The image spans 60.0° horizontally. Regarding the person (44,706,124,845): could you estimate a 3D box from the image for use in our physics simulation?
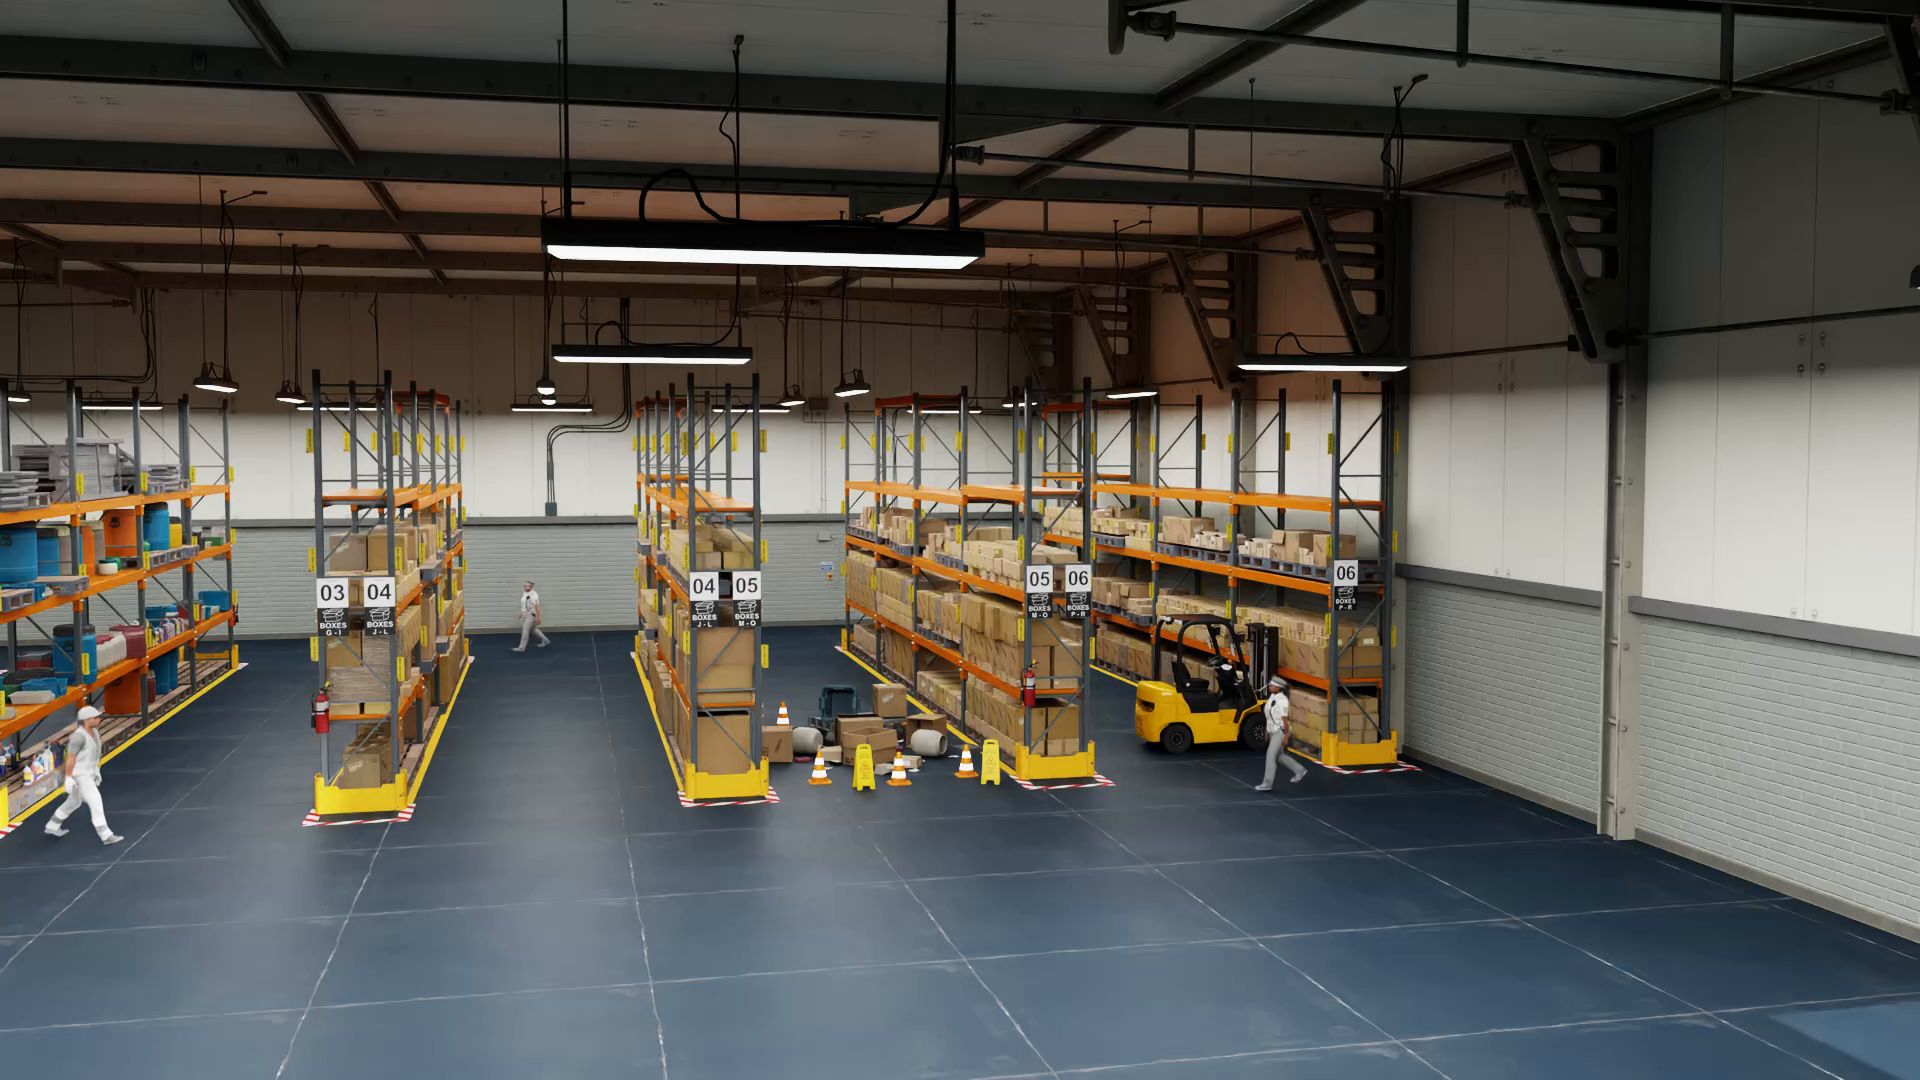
[{"bbox_3d":[-10.992,2.913,20.840,1.130,1.678,0.569,0,3,3],"label":"person"}]

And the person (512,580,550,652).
[{"bbox_3d":[-10.383,1.822,40.221,1.031,1.730,0.566,-3,4,-40],"label":"person"}]

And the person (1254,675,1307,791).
[{"bbox_3d":[4.650,2.772,24.086,0.923,1.649,0.480,-1,4,-20],"label":"person"}]
